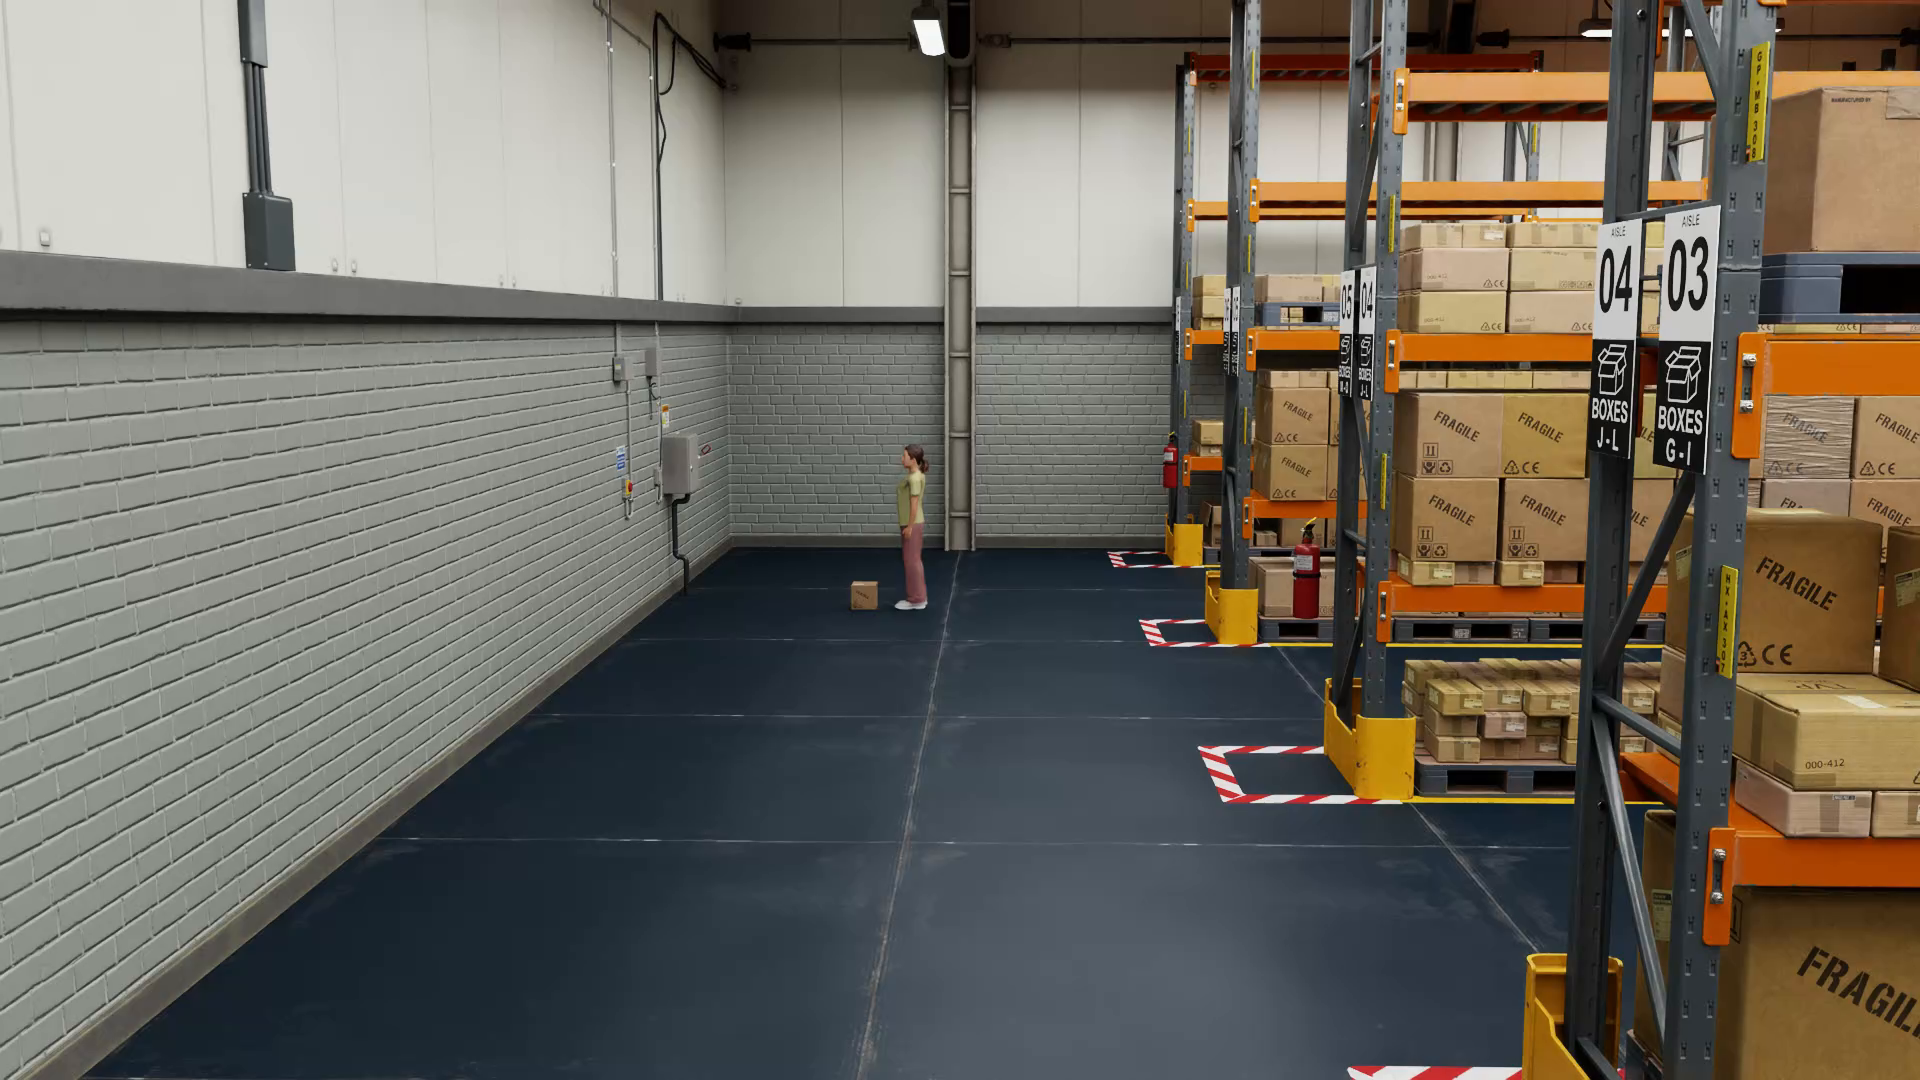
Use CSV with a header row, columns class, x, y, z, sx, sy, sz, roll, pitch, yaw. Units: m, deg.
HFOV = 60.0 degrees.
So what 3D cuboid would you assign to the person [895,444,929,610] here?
class,x,y,z,sx,sy,sz,roll,pitch,yaw
person,-0.478,-0.131,16.853,0.353,1.674,0.439,0,7,3
